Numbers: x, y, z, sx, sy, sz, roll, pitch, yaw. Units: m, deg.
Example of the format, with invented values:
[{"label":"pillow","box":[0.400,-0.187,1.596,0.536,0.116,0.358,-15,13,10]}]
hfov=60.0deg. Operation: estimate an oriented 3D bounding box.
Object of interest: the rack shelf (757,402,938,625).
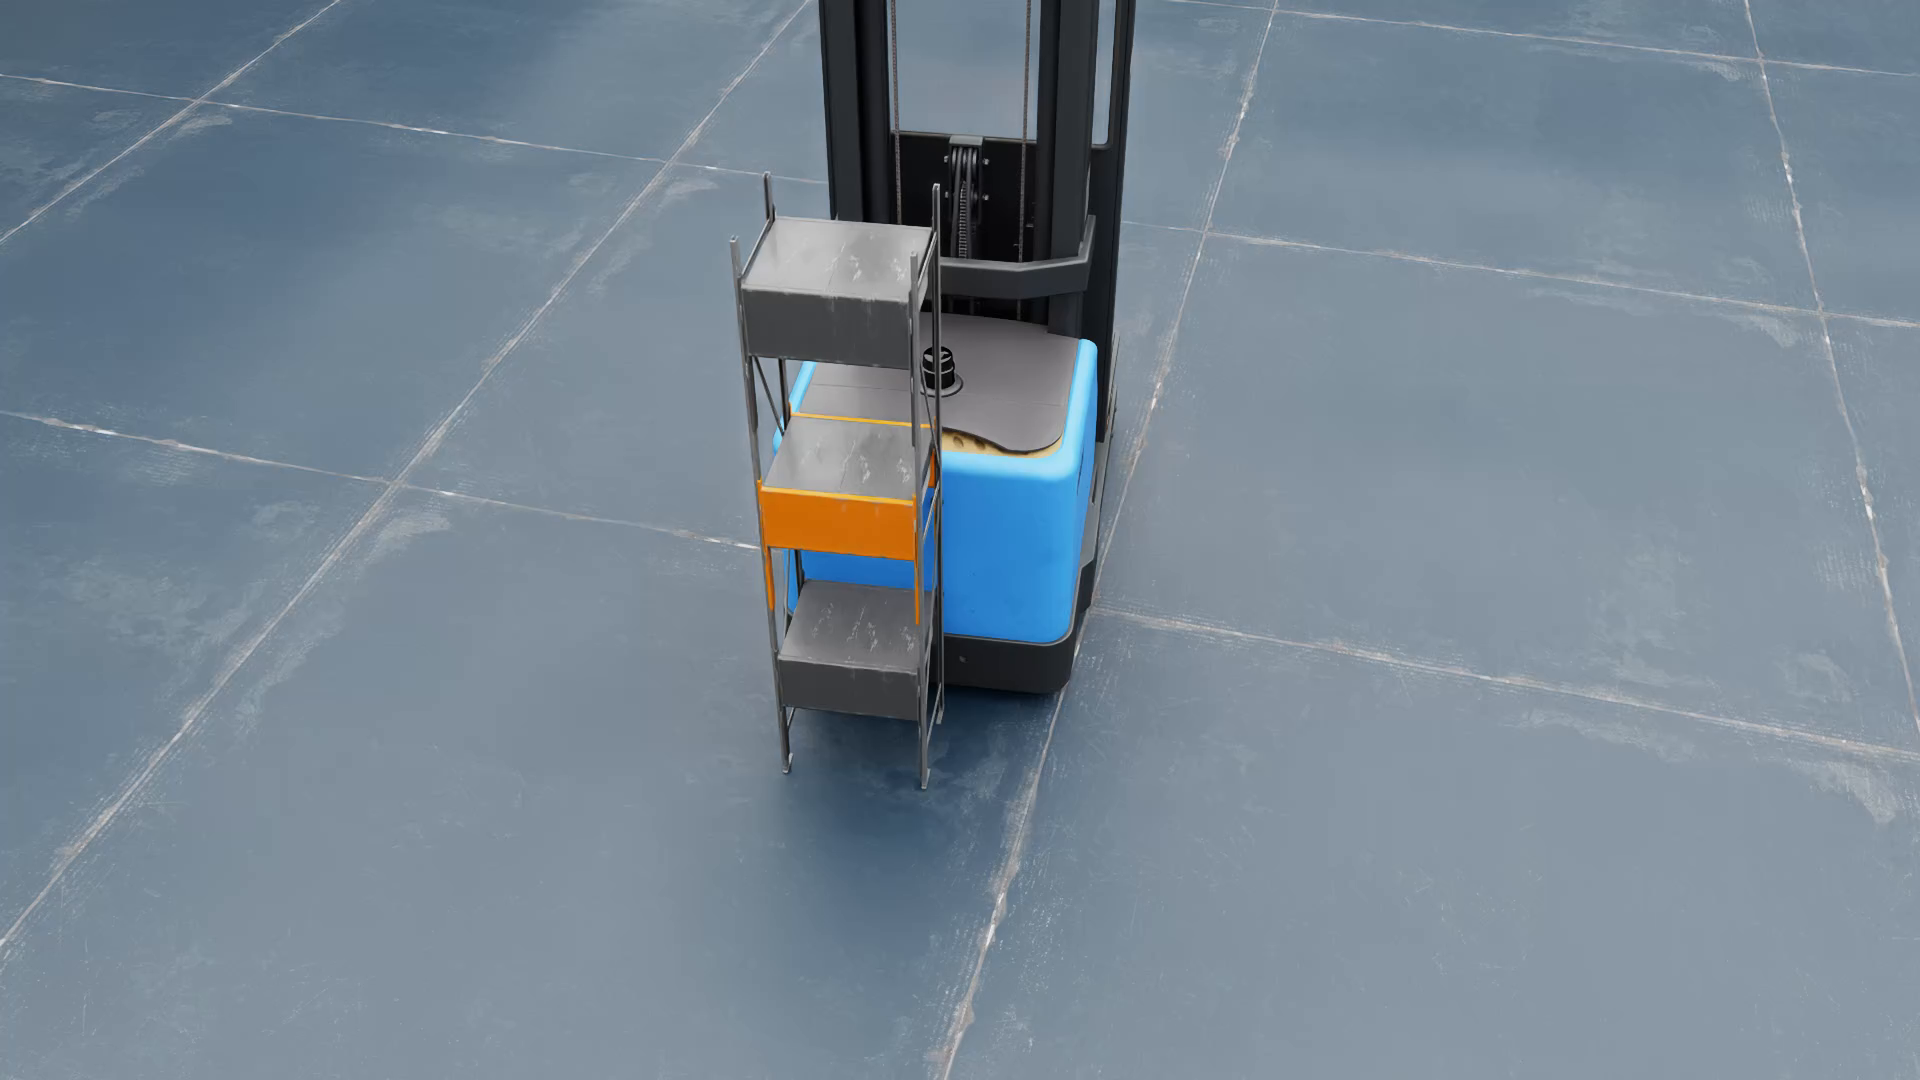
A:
[{"label":"rack shelf","box":[-0.336,-0.084,5.238,0.480,0.518,0.431,6,40,7]}]

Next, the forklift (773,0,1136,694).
[{"label":"forklift","box":[0.094,-1.518,6.278,1.130,2.935,3.031,6,40,7]}]

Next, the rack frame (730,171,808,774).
[{"label":"rack frame","box":[-0.577,-0.118,5.258,0.015,2.100,0.400,6,40,7]}]

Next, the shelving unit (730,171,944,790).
[{"label":"shelving unit","box":[-0.336,-0.094,5.230,0.503,2.100,0.431,6,40,7]}]

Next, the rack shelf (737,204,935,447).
[{"label":"rack shelf","box":[-0.336,-0.620,4.788,0.480,0.518,0.431,6,40,7]}]

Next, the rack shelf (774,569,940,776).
[{"label":"rack shelf","box":[-0.336,0.452,5.689,0.480,0.518,0.431,6,40,7]}]

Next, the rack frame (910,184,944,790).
[{"label":"rack frame","box":[-0.094,-0.071,5.201,0.015,2.100,0.400,6,40,7]}]
